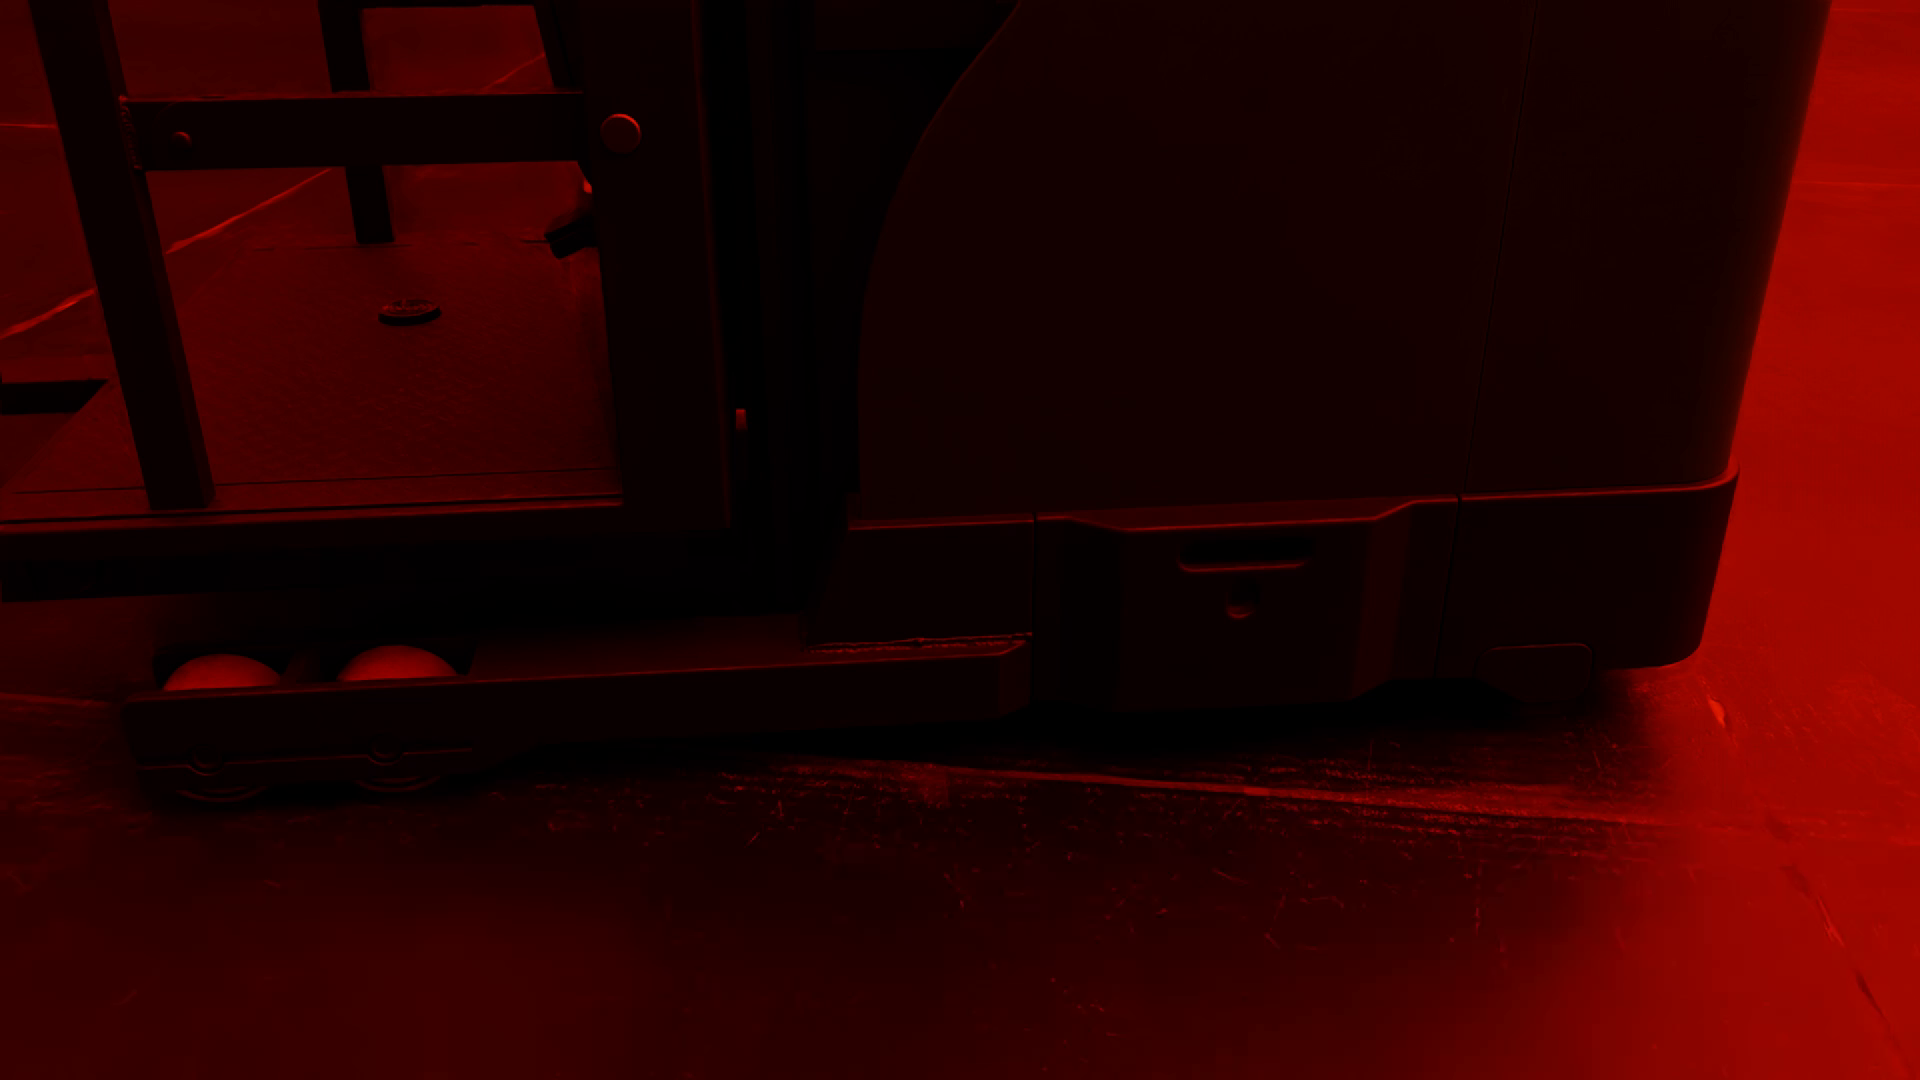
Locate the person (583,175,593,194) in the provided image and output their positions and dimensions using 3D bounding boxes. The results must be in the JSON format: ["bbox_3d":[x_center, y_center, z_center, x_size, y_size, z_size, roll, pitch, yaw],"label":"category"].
[{"bbox_3d":[-0.765,-1.501,3.821,0.412,1.569,0.732,-23,35,-38],"label":"person"}]

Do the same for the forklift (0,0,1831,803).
[{"bbox_3d":[-0.614,-1.260,1.742,3.031,2.935,1.130,-3,27,-5],"label":"forklift"}]
